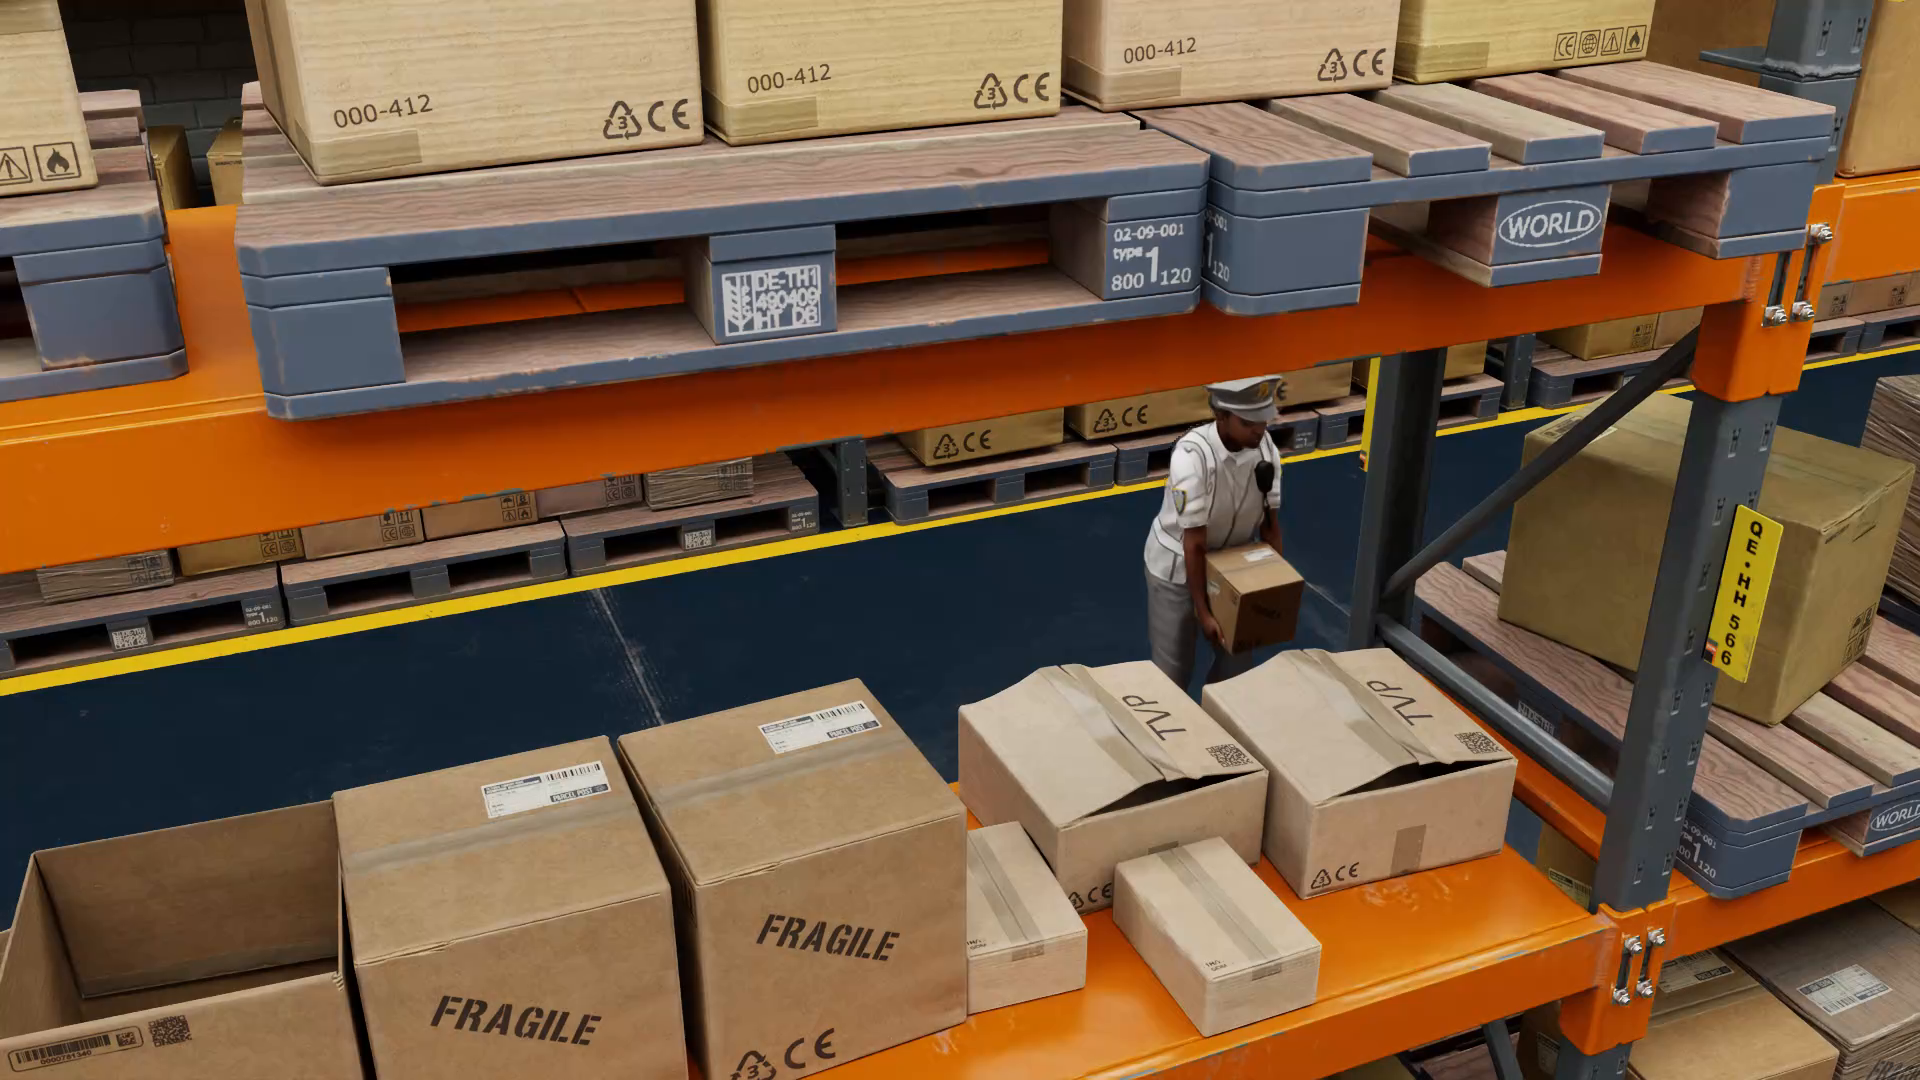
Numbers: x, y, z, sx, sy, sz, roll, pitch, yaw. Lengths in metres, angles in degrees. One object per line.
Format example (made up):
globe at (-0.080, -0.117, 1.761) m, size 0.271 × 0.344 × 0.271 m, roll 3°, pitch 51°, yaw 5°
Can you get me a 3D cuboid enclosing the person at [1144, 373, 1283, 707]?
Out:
person at (0.896, 0.169, 5.799) m, size 0.416 × 1.646 × 0.553 m, roll -11°, pitch 28°, yaw -21°
